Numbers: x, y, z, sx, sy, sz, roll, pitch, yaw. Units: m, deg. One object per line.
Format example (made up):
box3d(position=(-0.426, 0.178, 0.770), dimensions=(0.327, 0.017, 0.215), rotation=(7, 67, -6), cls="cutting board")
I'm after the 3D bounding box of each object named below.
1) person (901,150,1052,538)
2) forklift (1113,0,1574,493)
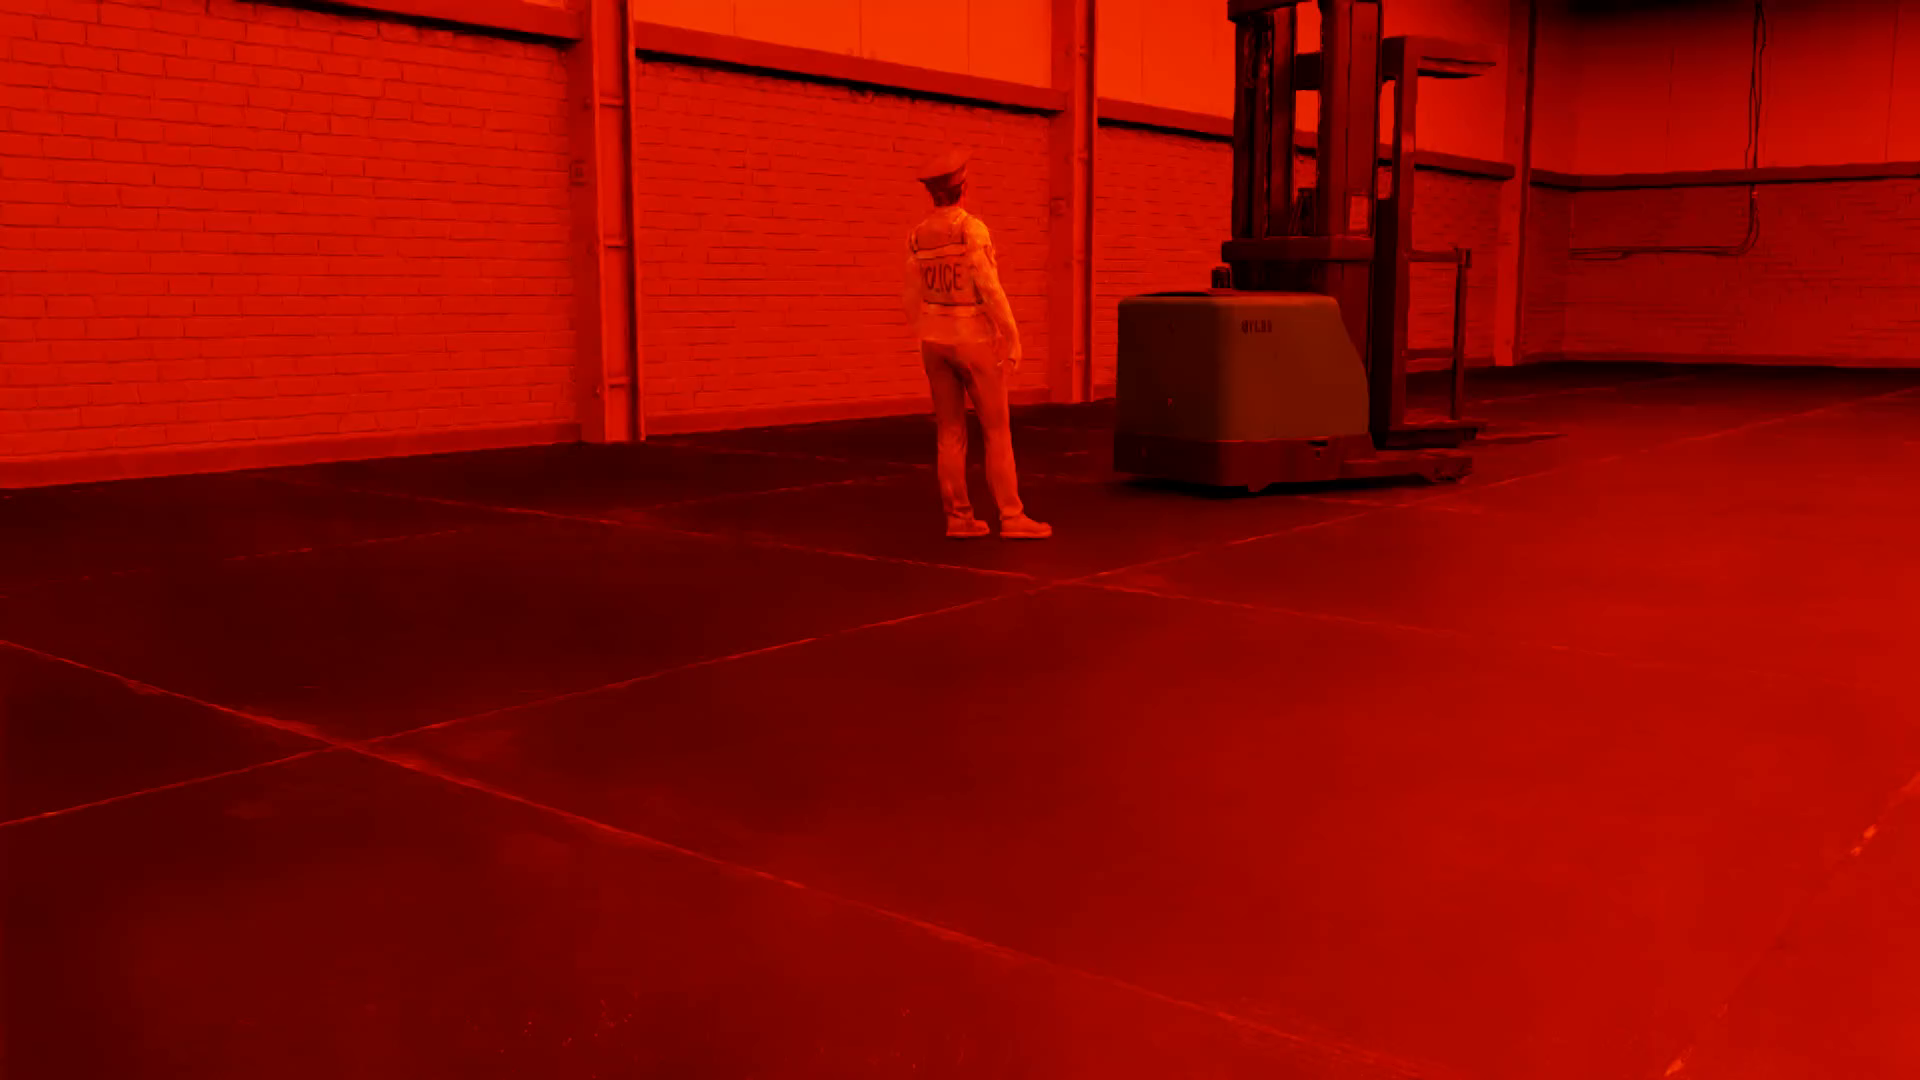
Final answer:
box3d(position=(0.048, -0.853, 7.329), dimensions=(0.586, 1.695, 0.533), rotation=(7, 11, 38), cls="person")
box3d(position=(2.417, -1.838, 9.845), dimensions=(3.031, 2.935, 1.130), rotation=(-5, 10, -31), cls="forklift")
